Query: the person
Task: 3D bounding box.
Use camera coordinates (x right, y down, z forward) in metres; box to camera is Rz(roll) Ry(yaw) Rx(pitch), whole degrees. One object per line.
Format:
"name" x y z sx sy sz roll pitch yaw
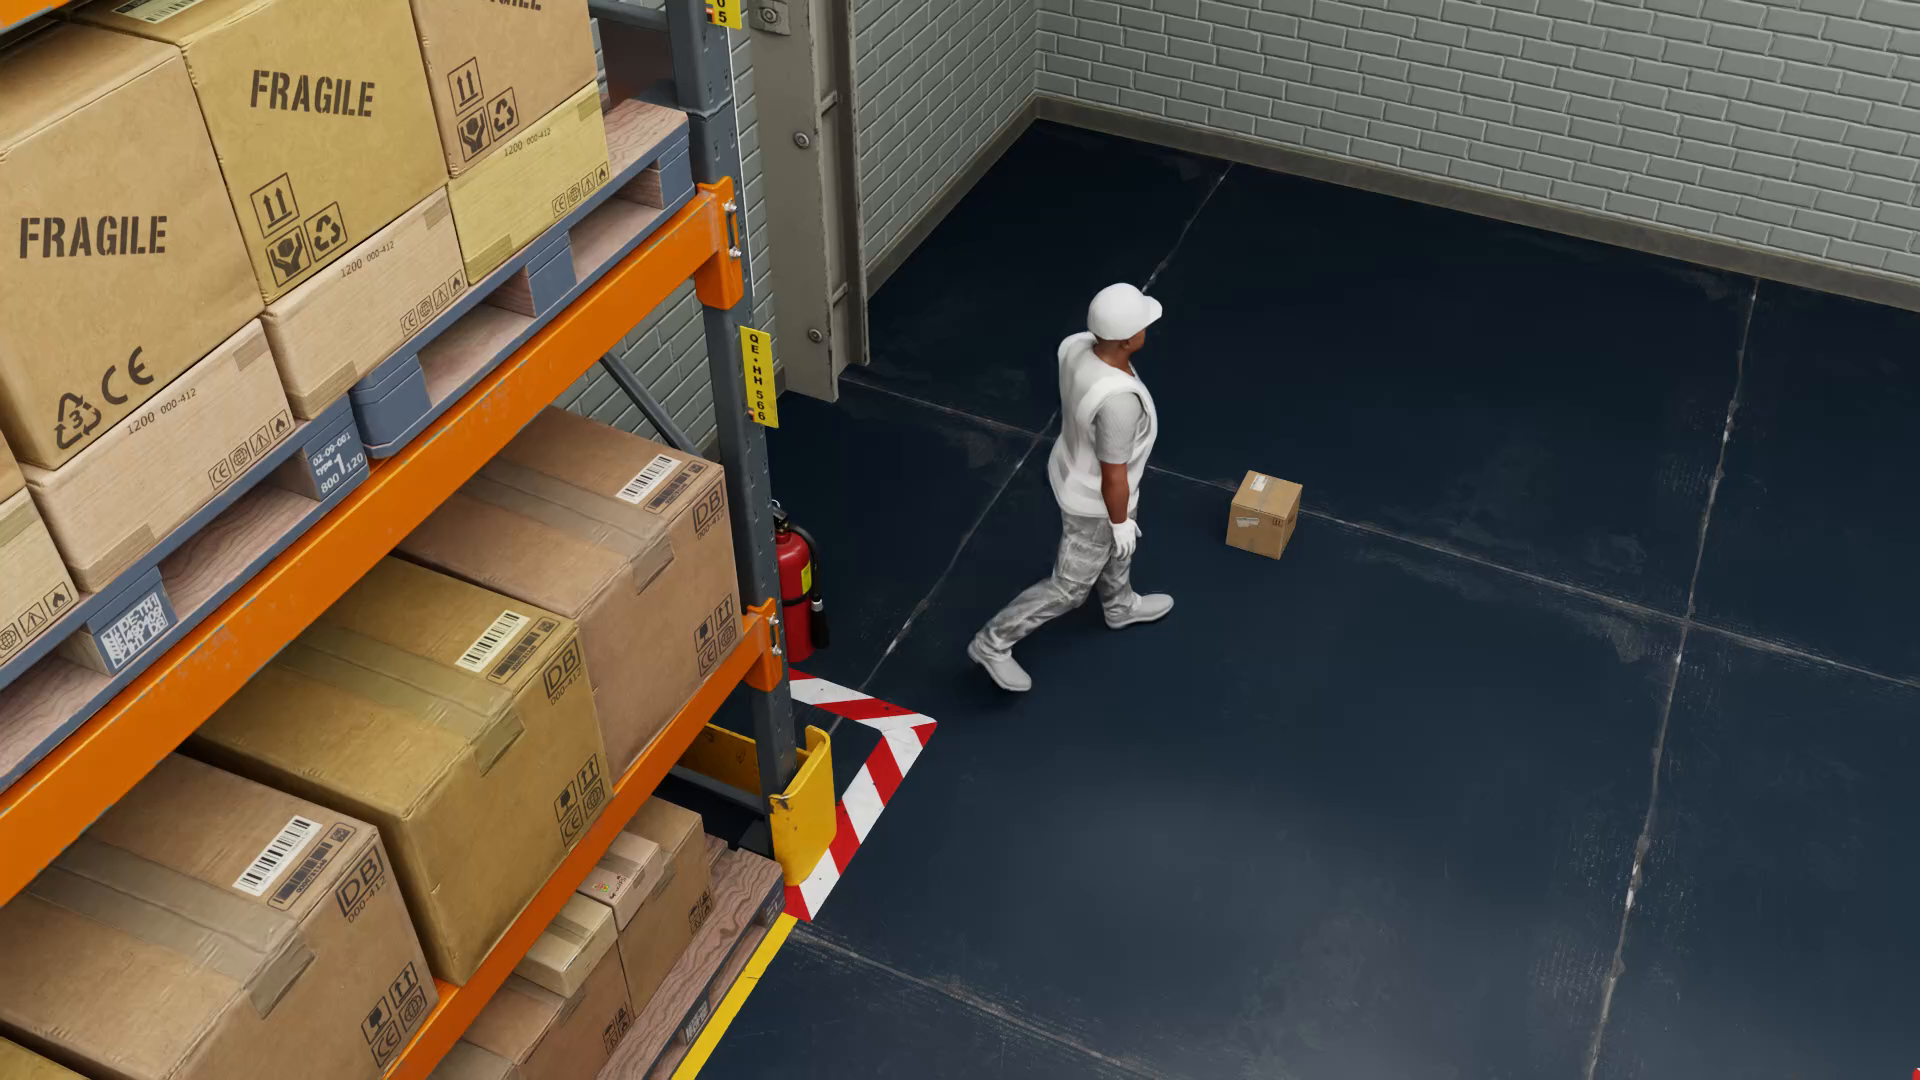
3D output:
"person" 0.474 -0.195 6.368 0.926 1.767 0.566 -5 42 -5
